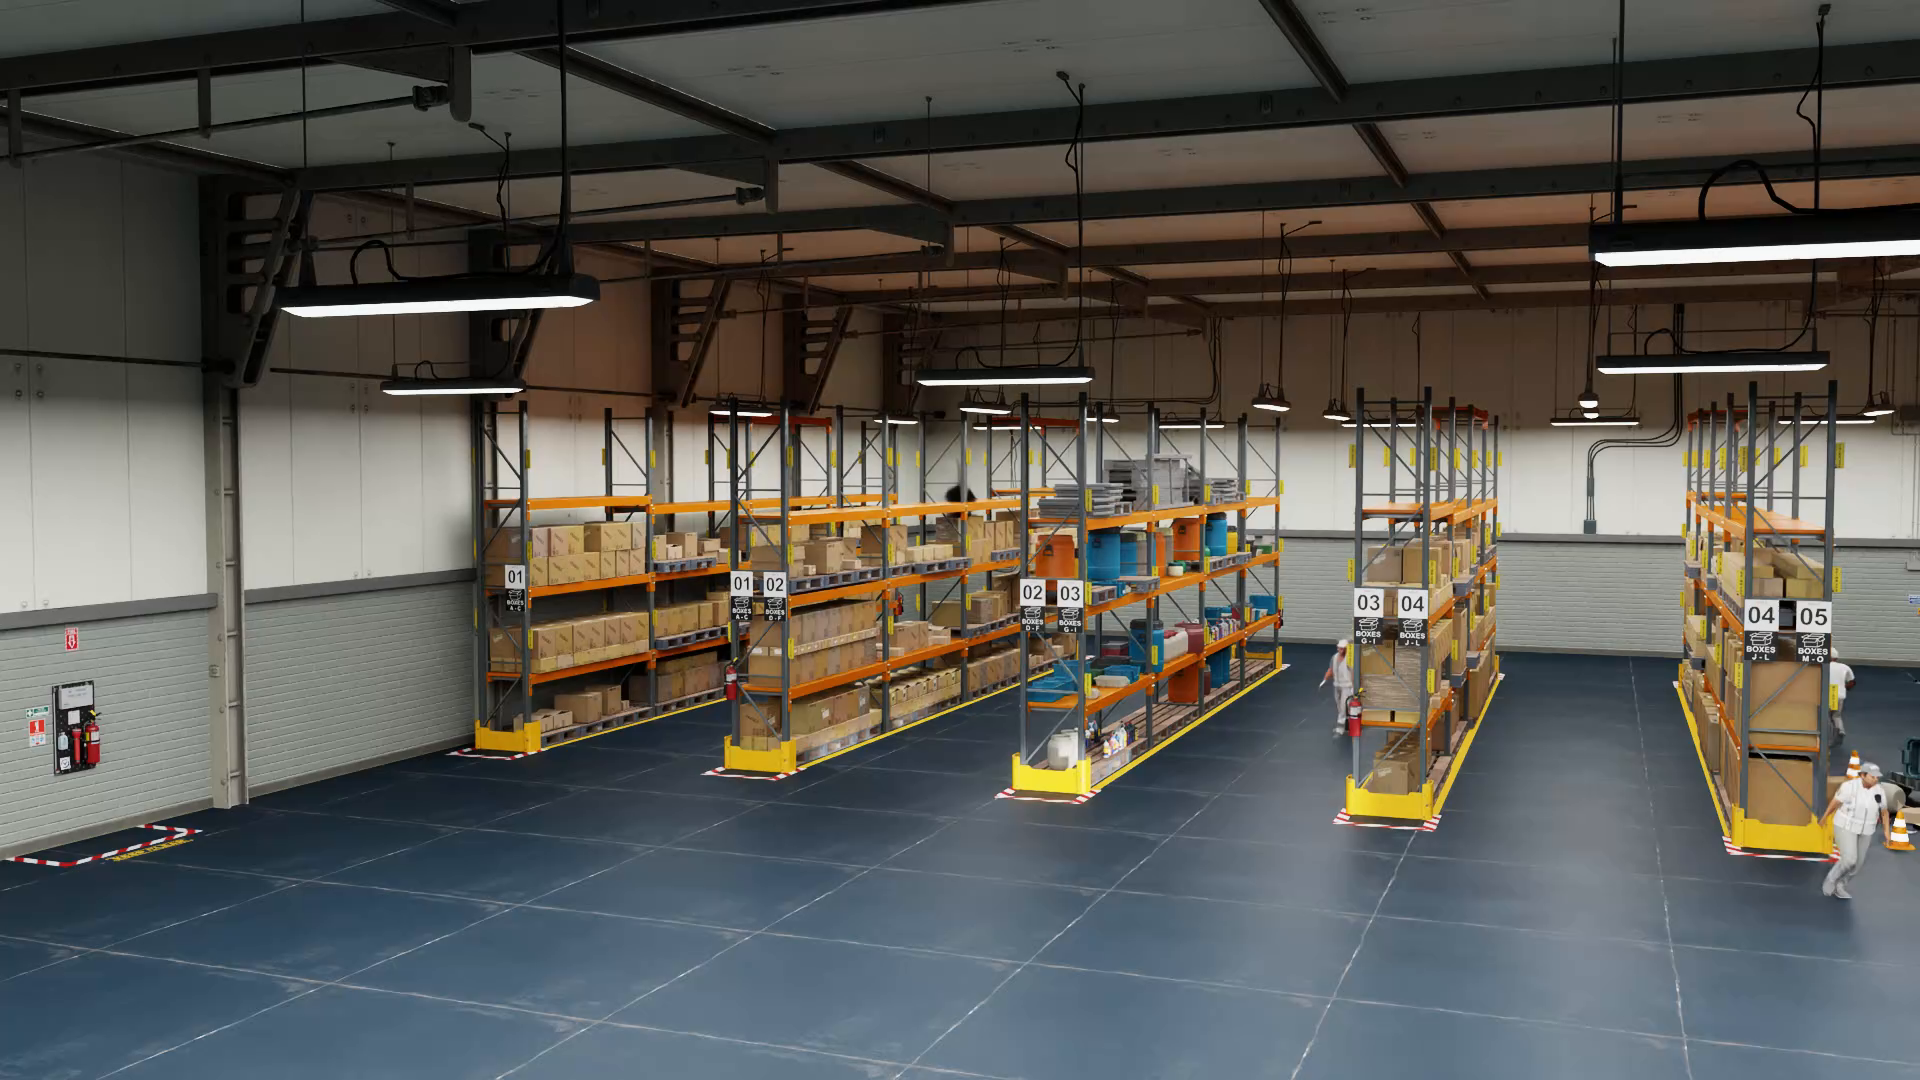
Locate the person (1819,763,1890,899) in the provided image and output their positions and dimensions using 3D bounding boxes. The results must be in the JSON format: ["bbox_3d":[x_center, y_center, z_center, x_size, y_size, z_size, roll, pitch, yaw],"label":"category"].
[{"bbox_3d":[10.116,3.284,18.775,0.617,1.604,0.675,0,3,-3],"label":"person"}]

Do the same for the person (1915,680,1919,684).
[{"bbox_3d":[21.714,2.374,37.029,0.742,1.713,0.472,1,3,19],"label":"person"}]

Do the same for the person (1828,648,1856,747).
[{"bbox_3d":[15.221,2.750,28.956,0.700,1.712,0.688,1,3,15],"label":"person"}]

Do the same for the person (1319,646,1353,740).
[{"bbox_3d":[6.853,2.708,29.964,0.766,1.701,0.734,-2,3,-34],"label":"person"}]
